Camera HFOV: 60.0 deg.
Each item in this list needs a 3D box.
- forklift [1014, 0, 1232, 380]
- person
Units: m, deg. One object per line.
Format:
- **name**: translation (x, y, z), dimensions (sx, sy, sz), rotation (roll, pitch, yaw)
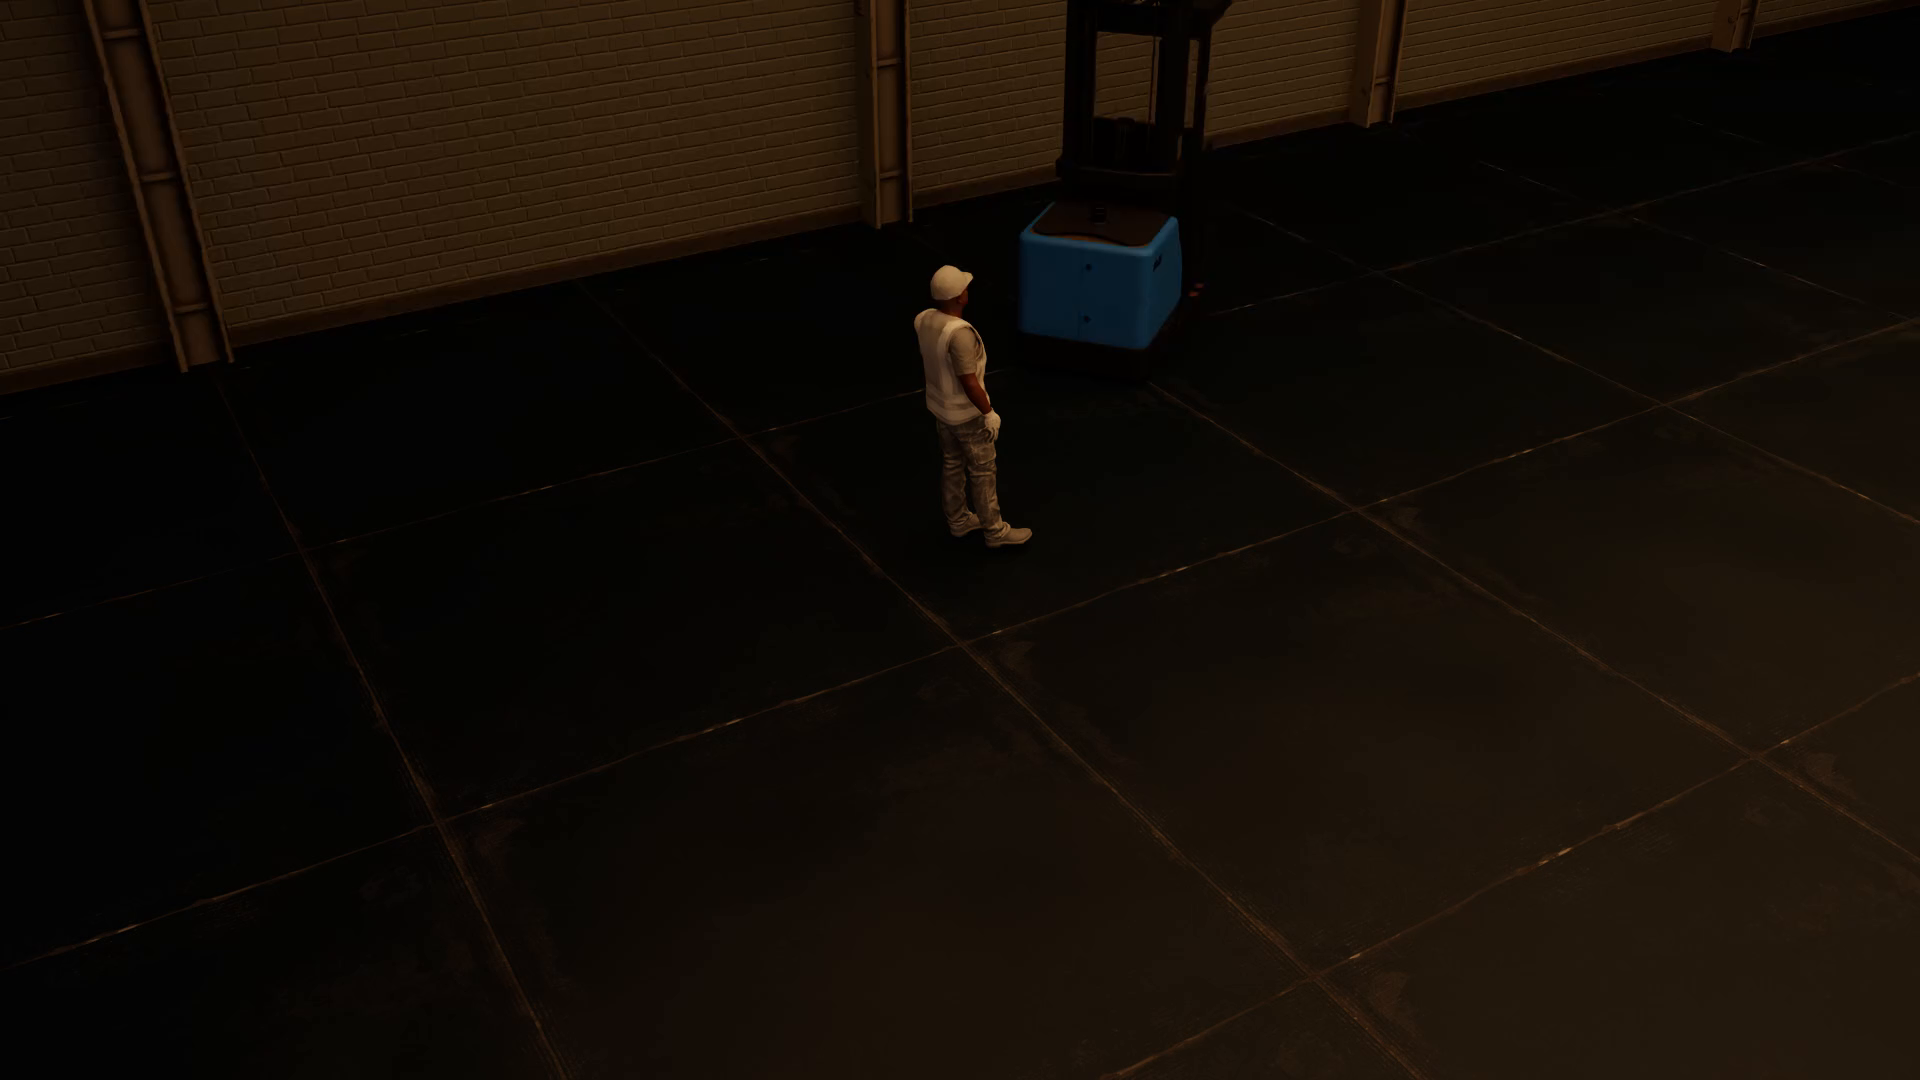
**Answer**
- **forklift**: translation (1.413, -3.193, 12.979), dimensions (1.130, 2.935, 3.031), rotation (11, 33, 18)
- **person**: translation (0.066, -0.821, 10.043), dimensions (0.575, 1.784, 0.657), rotation (-17, 35, -26)
